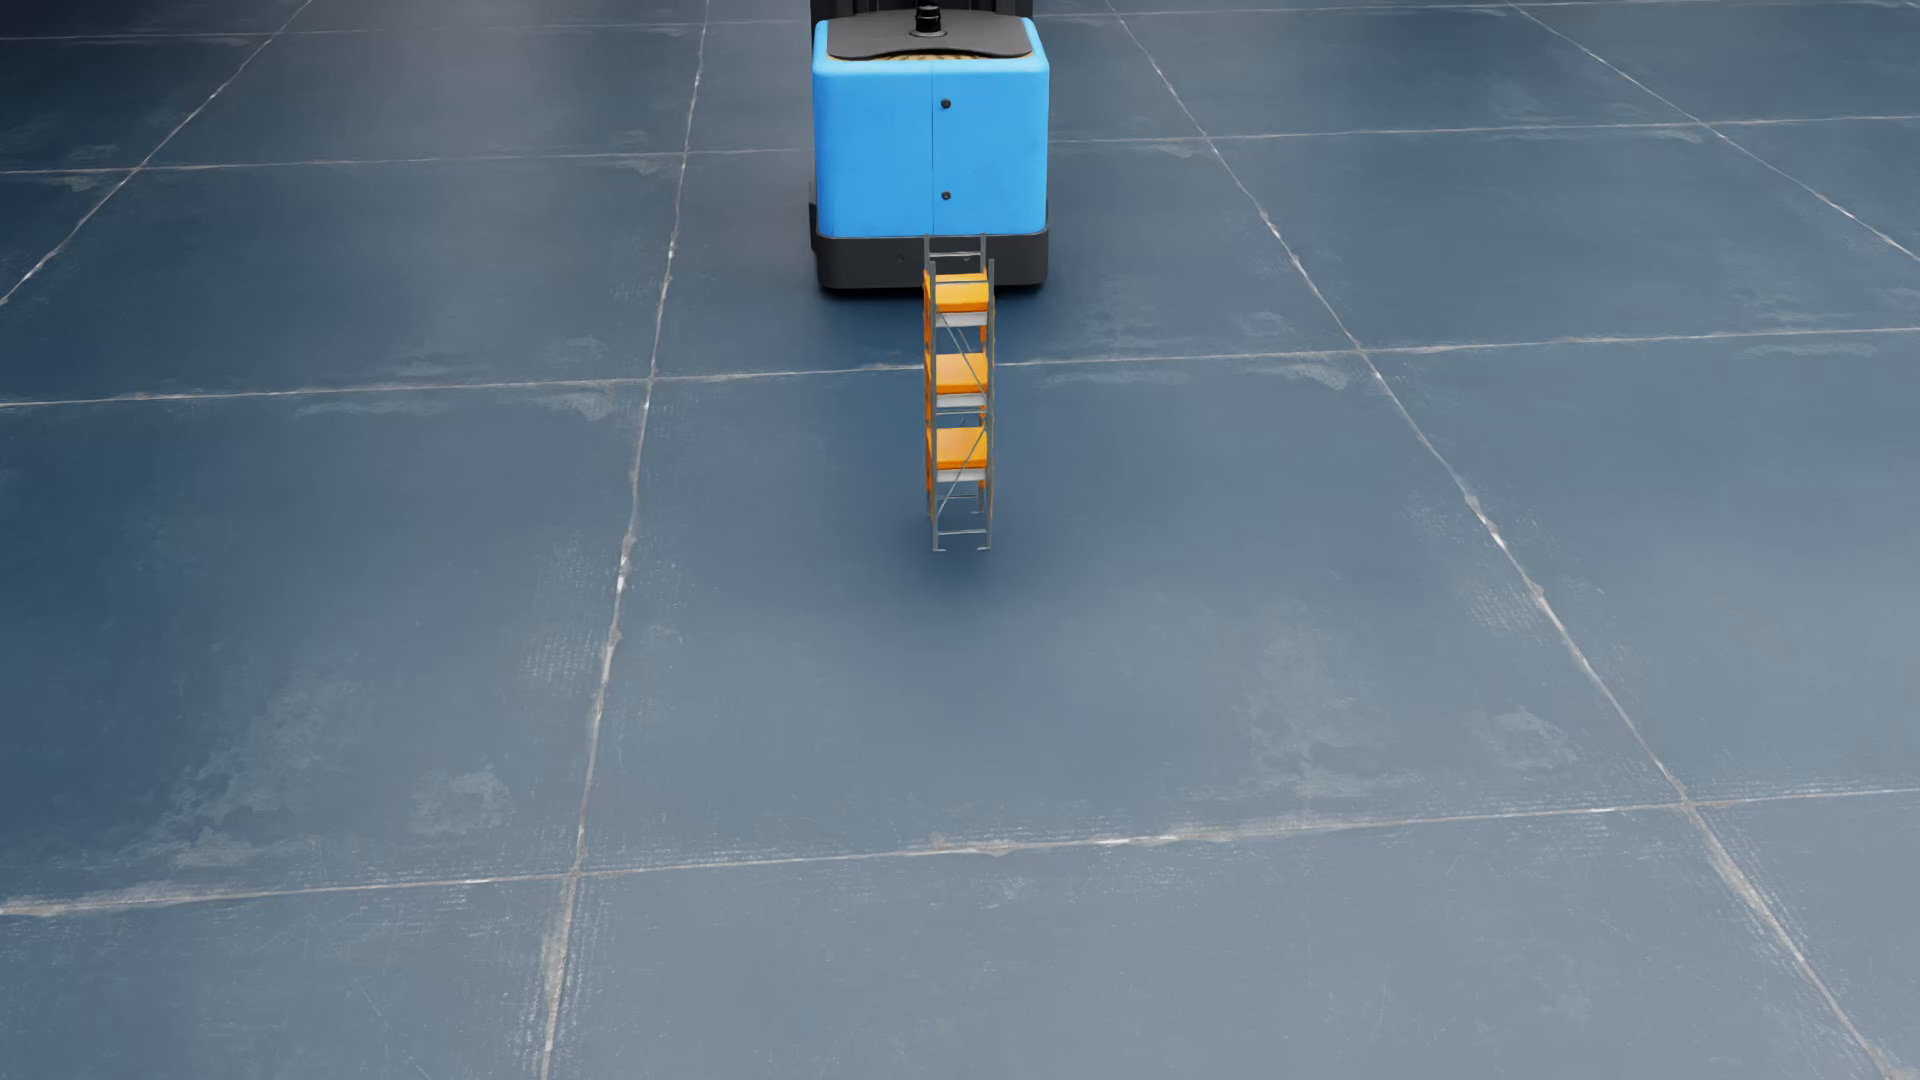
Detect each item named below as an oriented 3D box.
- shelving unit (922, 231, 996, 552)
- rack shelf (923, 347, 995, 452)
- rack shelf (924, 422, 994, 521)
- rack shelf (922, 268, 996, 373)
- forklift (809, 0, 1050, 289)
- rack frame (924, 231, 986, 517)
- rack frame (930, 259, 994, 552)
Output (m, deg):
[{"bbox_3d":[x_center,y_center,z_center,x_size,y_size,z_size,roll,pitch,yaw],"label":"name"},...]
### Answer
[{"bbox_3d":[-0.005,-0.478,5.527,0.215,1.050,0.252,-3,31,-5],"label":"shelving unit"},{"bbox_3d":[-0.005,-0.469,5.532,0.215,0.259,0.240,-3,31,-5],"label":"rack shelf"},{"bbox_3d":[-0.005,-0.230,5.674,0.215,0.259,0.240,-3,31,-5],"label":"rack shelf"},{"bbox_3d":[-0.005,-0.713,5.386,0.215,0.259,0.240,-3,31,-5],"label":"rack shelf"},{"bbox_3d":[-0.202,-3.117,8.110,1.130,2.935,3.031,-2,31,-3],"label":"forklift"},{"bbox_3d":[-0.016,-0.540,5.631,0.200,1.050,0.008,-3,31,-5],"label":"rack frame"},{"bbox_3d":[0.006,-0.416,5.422,0.200,1.050,0.008,-3,31,-5],"label":"rack frame"}]
